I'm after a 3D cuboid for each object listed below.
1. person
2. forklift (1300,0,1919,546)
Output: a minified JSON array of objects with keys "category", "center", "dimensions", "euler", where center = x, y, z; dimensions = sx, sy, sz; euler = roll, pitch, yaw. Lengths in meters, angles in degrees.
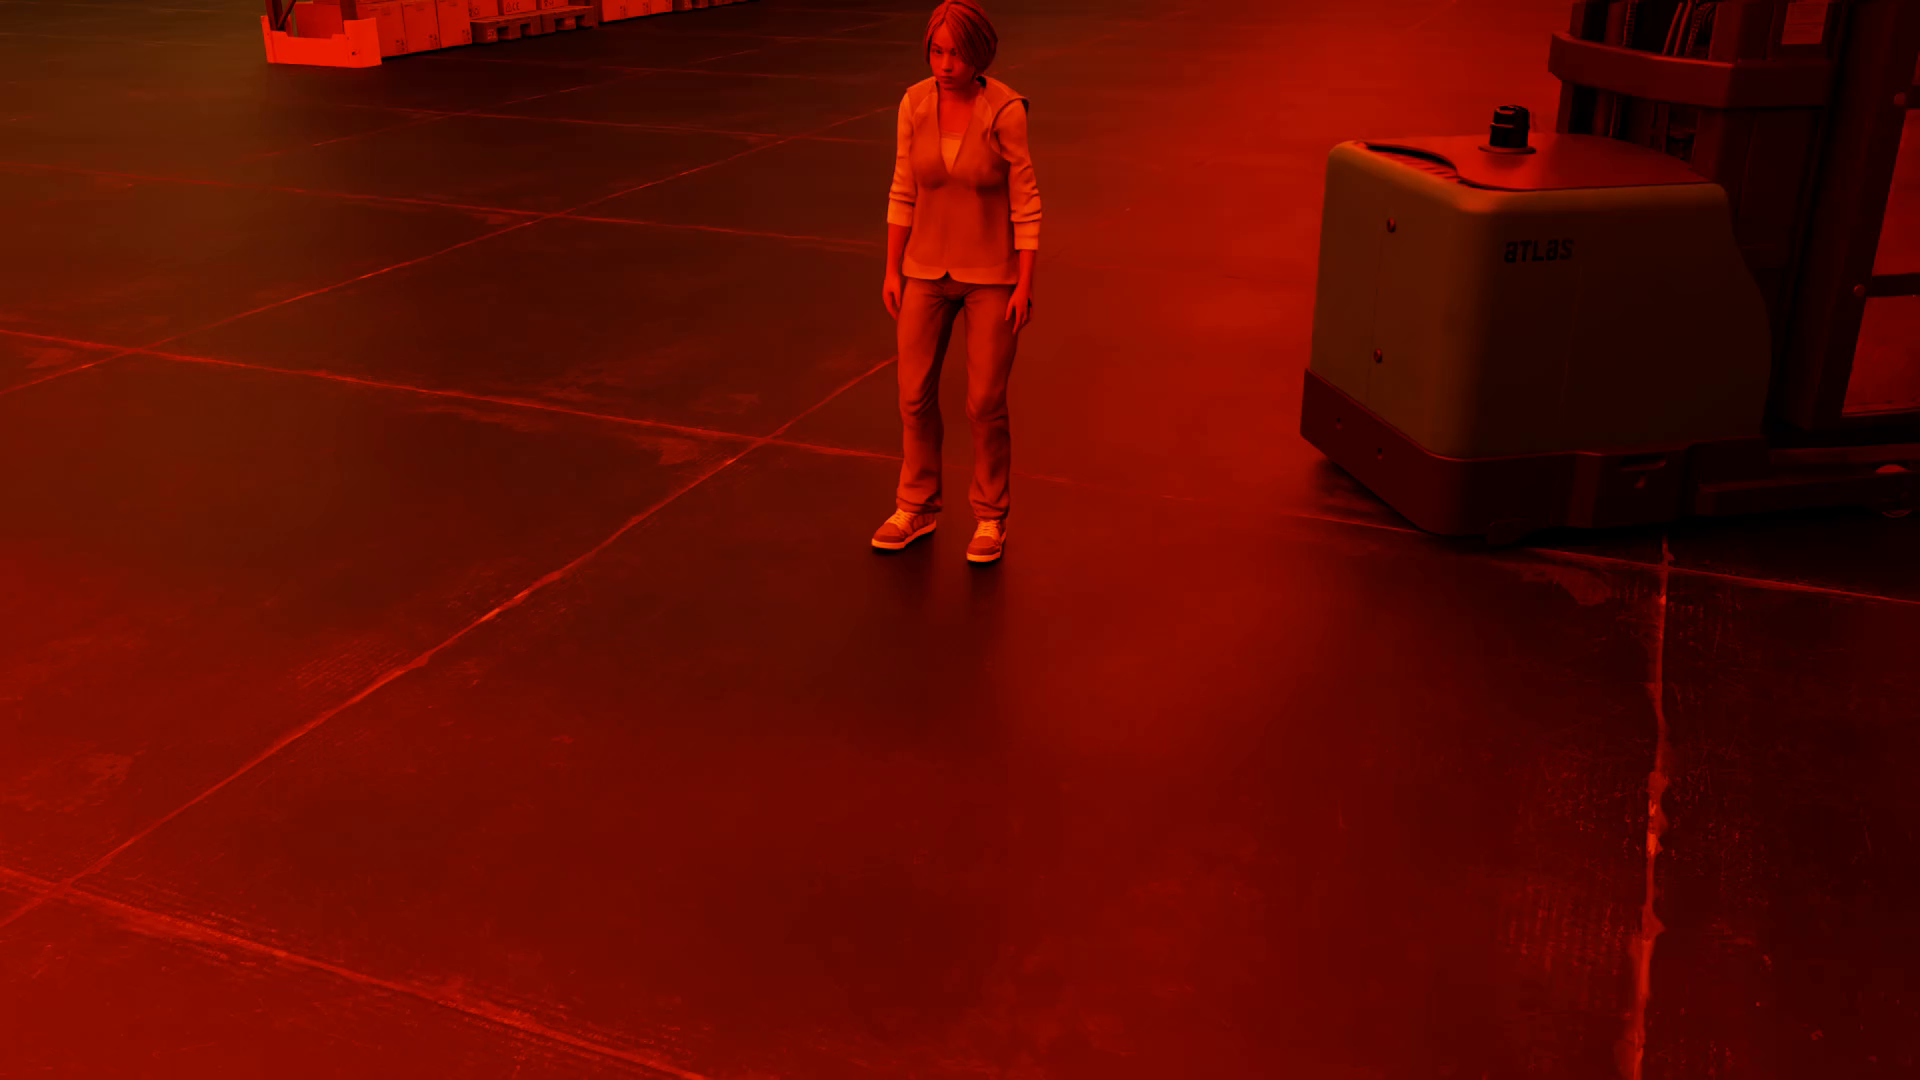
[{"category":"person","center":[-0.002,-0.726,4.766],"dimensions":[0.467,1.592,0.344],"euler":[8,24,19]},{"category":"forklift","center":[2.756,-1.616,5.158],"dimensions":[3.031,2.935,1.130],"euler":[-5,23,-12]}]
